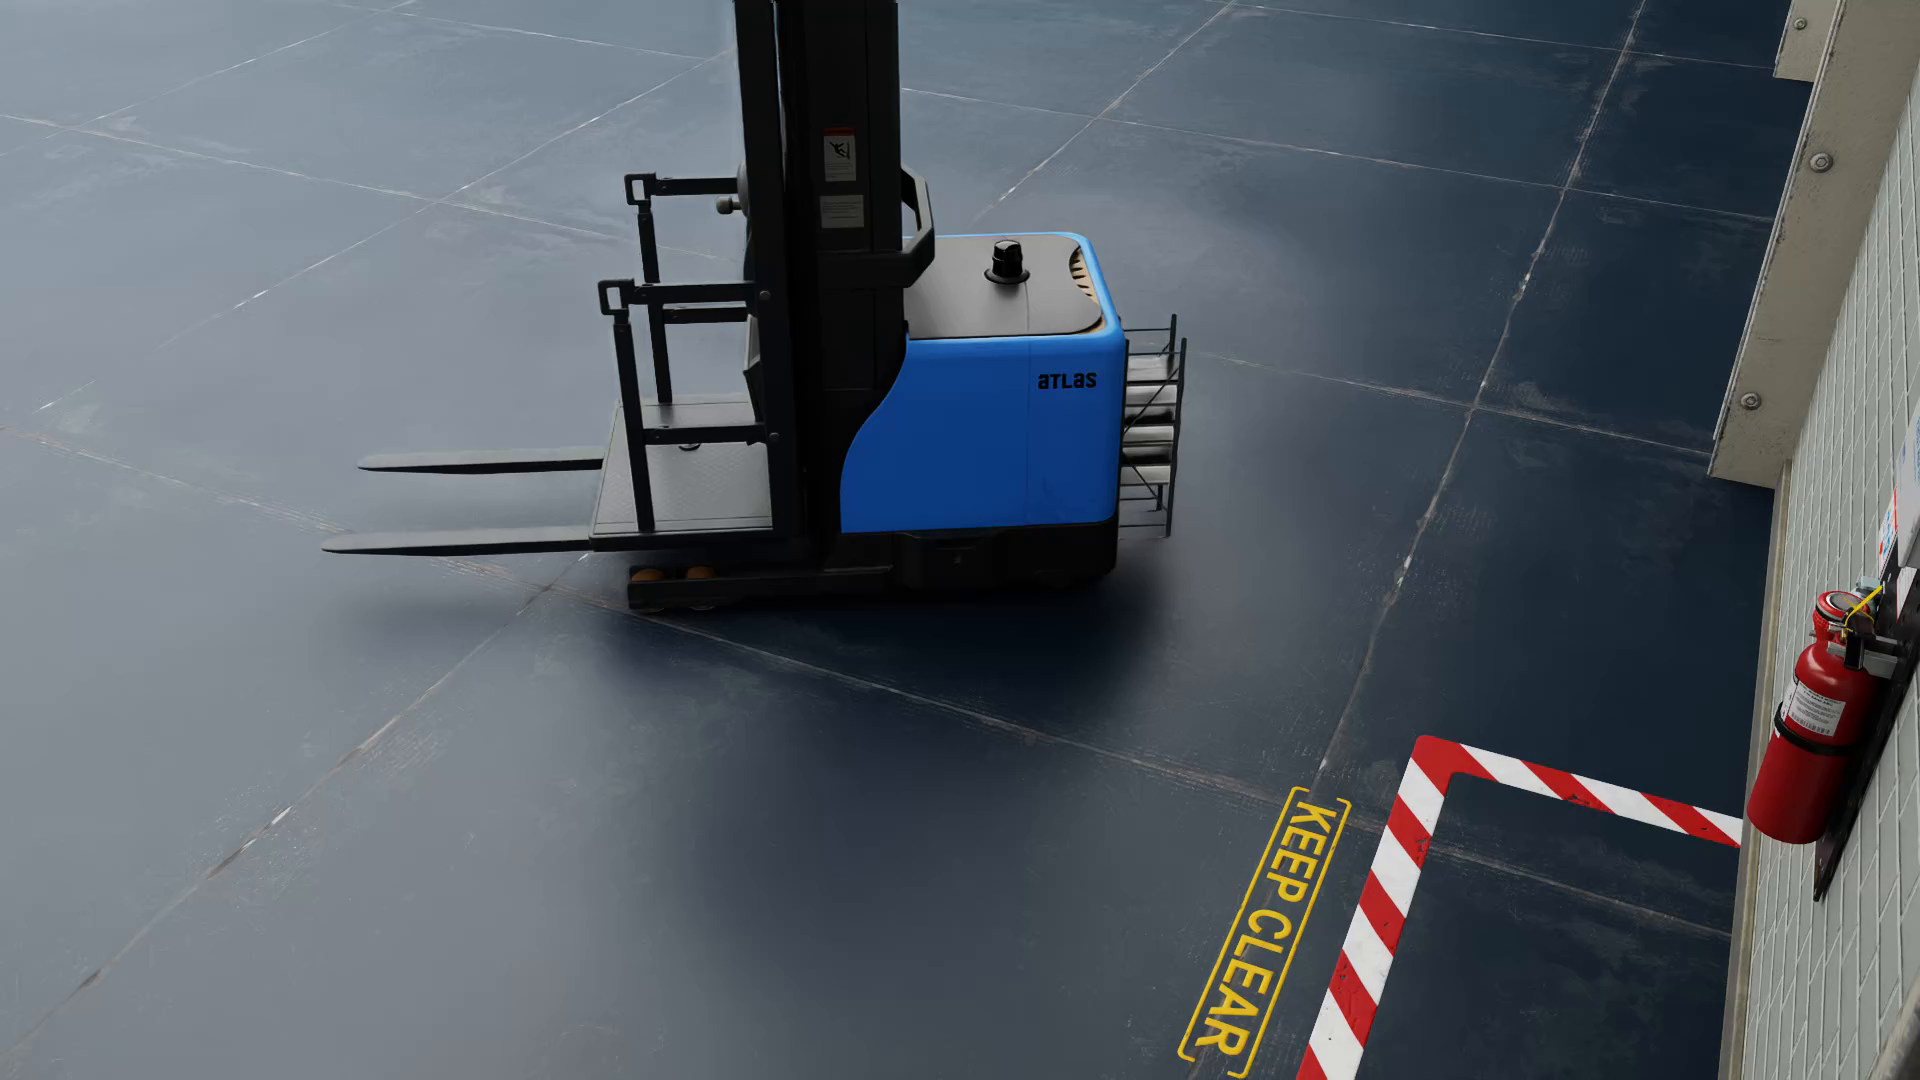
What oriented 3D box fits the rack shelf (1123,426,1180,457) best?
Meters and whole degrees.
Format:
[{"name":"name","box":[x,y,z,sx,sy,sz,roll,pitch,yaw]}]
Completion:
[{"name":"rack shelf","box":[0.728,-0.410,6.615,0.258,0.077,0.200,-2,33,-4]}]

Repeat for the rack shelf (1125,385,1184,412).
[{"name":"rack shelf","box":[0.729,-0.561,6.517,0.258,0.077,0.200,-2,33,-4]}]

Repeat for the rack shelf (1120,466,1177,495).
[{"name":"rack shelf","box":[0.728,-0.260,6.714,0.258,0.077,0.200,-2,33,-4]}]

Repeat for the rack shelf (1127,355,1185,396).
[{"name":"rack shelf","box":[0.729,-0.636,6.467,0.258,0.077,0.200,-2,33,-4]}]

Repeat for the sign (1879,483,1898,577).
[{"name":"sign","box":[2.332,-0.098,4.131,0.001,0.329,0.234,14,36,20]}]

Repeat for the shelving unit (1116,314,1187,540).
[{"name":"shelving unit","box":[0.729,-0.438,6.597,0.258,0.900,0.210,-2,33,-4]}]

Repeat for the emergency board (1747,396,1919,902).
[{"name":"emergency board","box":[2.007,0.169,3.757,0.194,1.169,0.643,14,36,20]}]

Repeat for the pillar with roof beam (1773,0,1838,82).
[{"name":"pillar with roof beam","box":[2.049,-8.082,10.869,9.100,9.000,0.400,14,36,20]}]

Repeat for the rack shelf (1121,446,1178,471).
[{"name":"rack shelf","box":[0.728,-0.335,6.665,0.258,0.077,0.200,-2,33,-4]}]

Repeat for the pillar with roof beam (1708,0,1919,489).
[{"name":"pillar with roof beam","box":[-0.461,-5.094,6.312,9.100,9.000,0.400,14,36,20]}]

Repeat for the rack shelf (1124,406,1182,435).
[{"name":"rack shelf","box":[0.729,-0.486,6.566,0.258,0.077,0.200,-2,33,-4]}]

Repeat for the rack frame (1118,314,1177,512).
[{"name":"rack frame","box":[0.721,-0.494,6.682,0.240,0.900,0.006,-2,33,-4]}]

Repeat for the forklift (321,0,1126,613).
[{"name":"forklift","box":[-0.935,-1.251,5.985,3.031,2.935,1.130,-2,33,-4]}]

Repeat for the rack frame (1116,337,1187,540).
[{"name":"rack frame","box":[0.736,-0.383,6.512,0.240,0.900,0.006,-2,33,-4]}]
